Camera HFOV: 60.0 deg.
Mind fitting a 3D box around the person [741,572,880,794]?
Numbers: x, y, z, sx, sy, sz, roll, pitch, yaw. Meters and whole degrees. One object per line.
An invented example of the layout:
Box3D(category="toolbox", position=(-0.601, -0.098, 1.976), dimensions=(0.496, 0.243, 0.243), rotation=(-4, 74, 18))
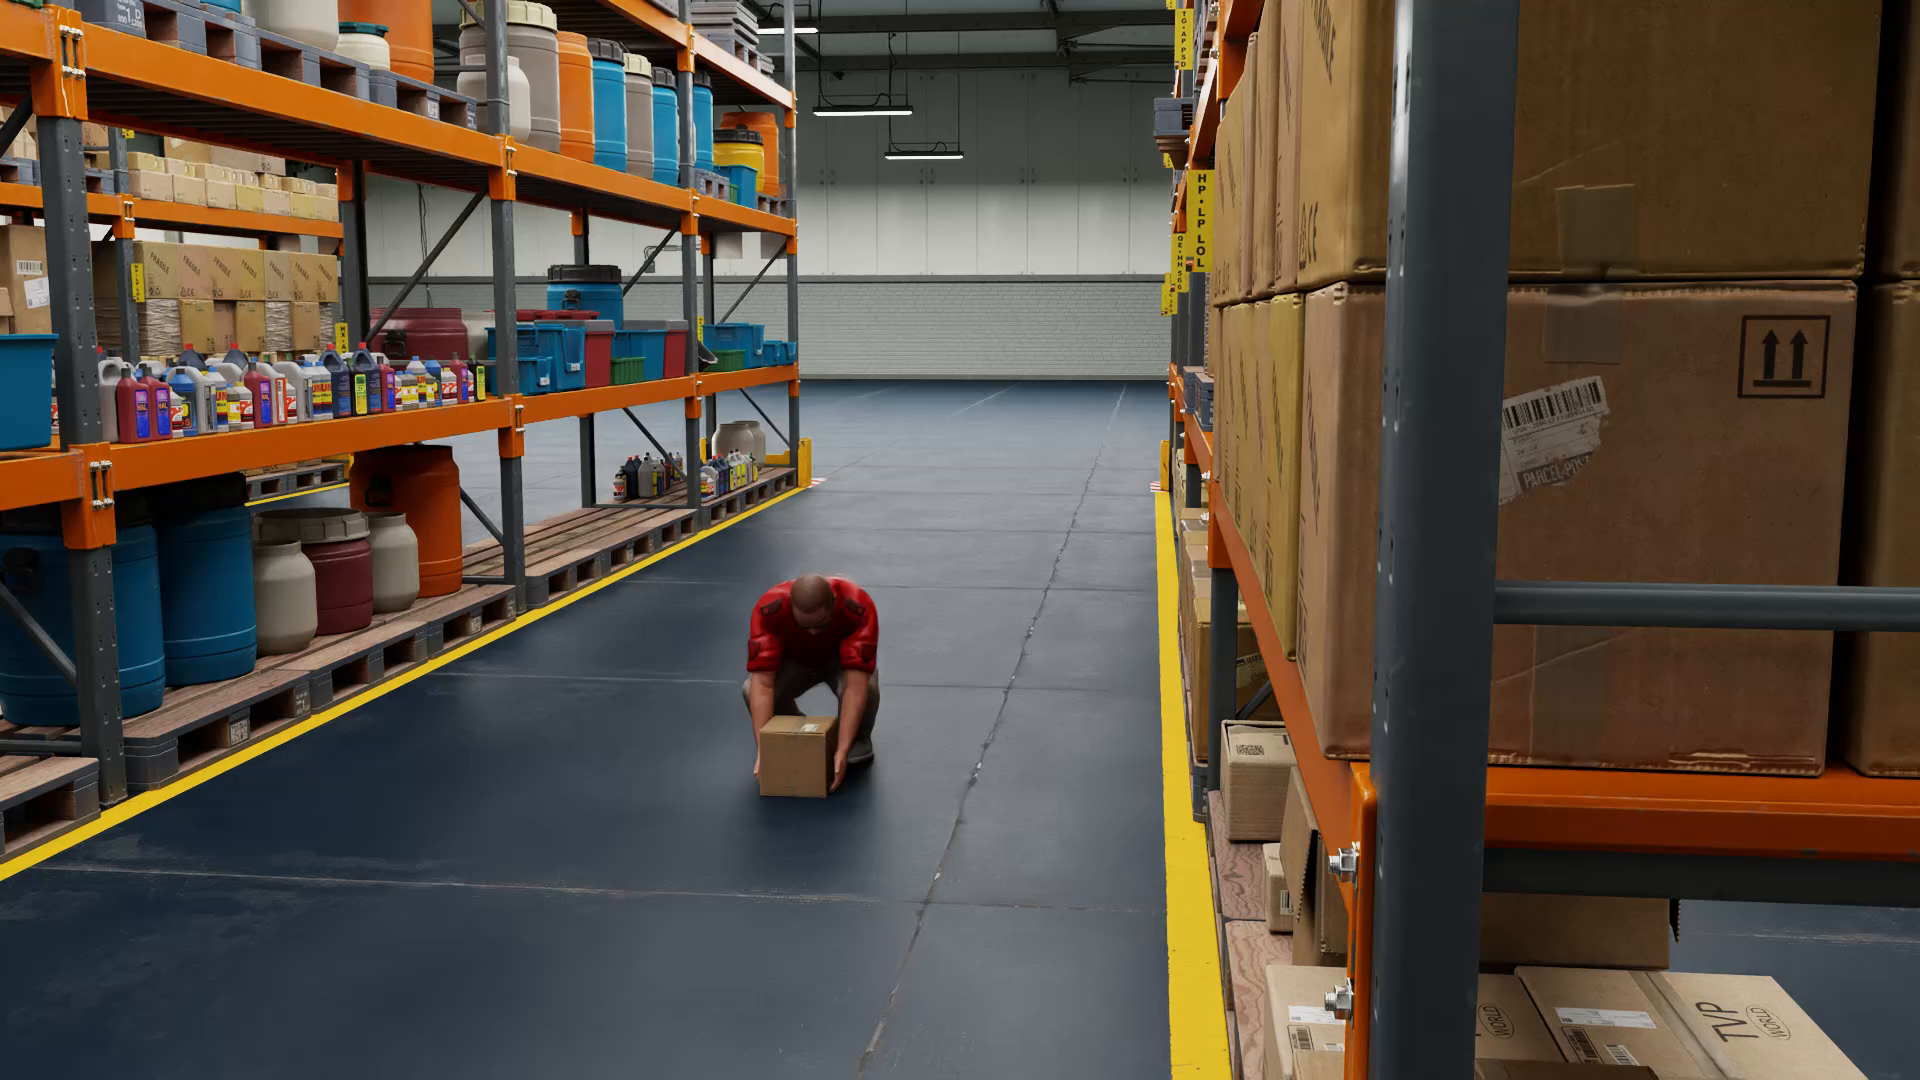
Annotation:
Box3D(category="person", position=(-0.576, 0.502, 6.599), dimensions=(0.554, 0.856, 0.866), rotation=(1, 8, 6))
